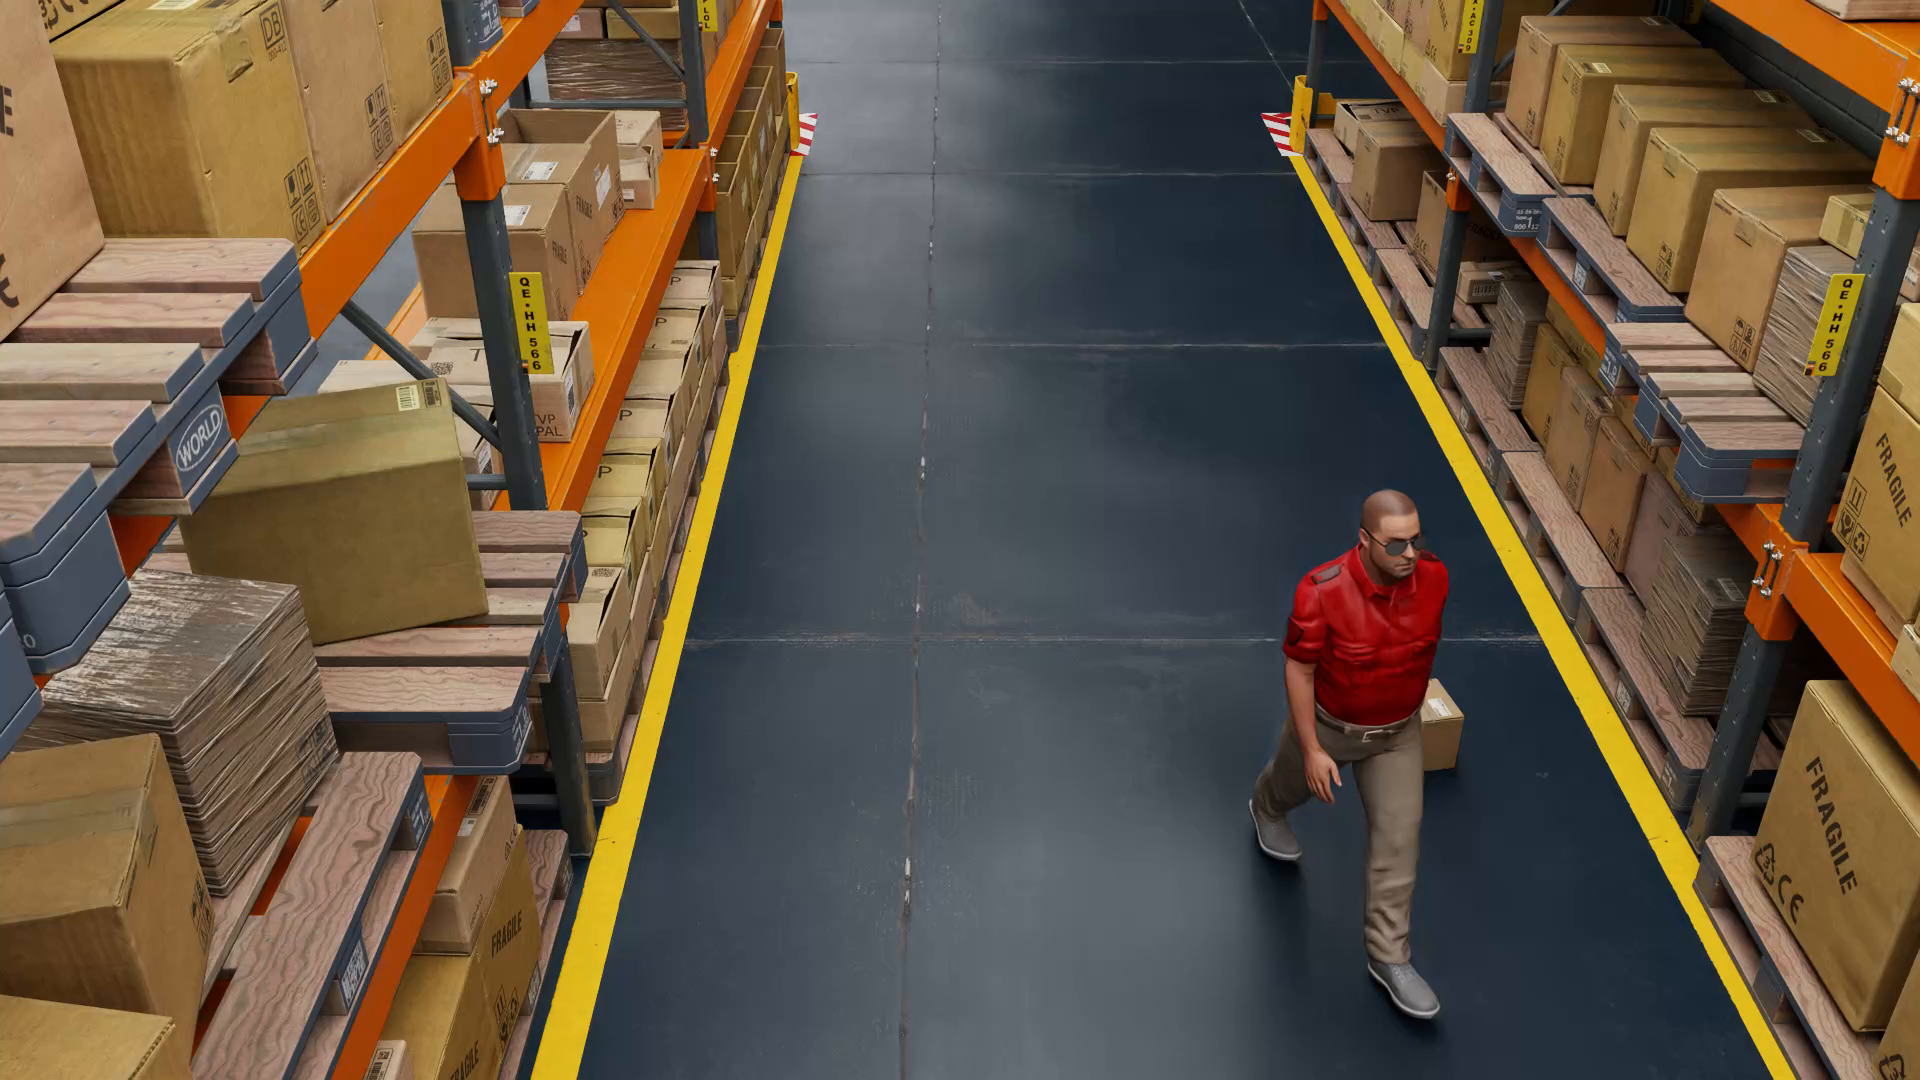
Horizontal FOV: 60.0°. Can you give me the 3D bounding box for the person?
[{"bbox_3d":[1.243,0.575,5.221,0.532,1.666,1.091,-5,32,-8],"label":"person"}]
